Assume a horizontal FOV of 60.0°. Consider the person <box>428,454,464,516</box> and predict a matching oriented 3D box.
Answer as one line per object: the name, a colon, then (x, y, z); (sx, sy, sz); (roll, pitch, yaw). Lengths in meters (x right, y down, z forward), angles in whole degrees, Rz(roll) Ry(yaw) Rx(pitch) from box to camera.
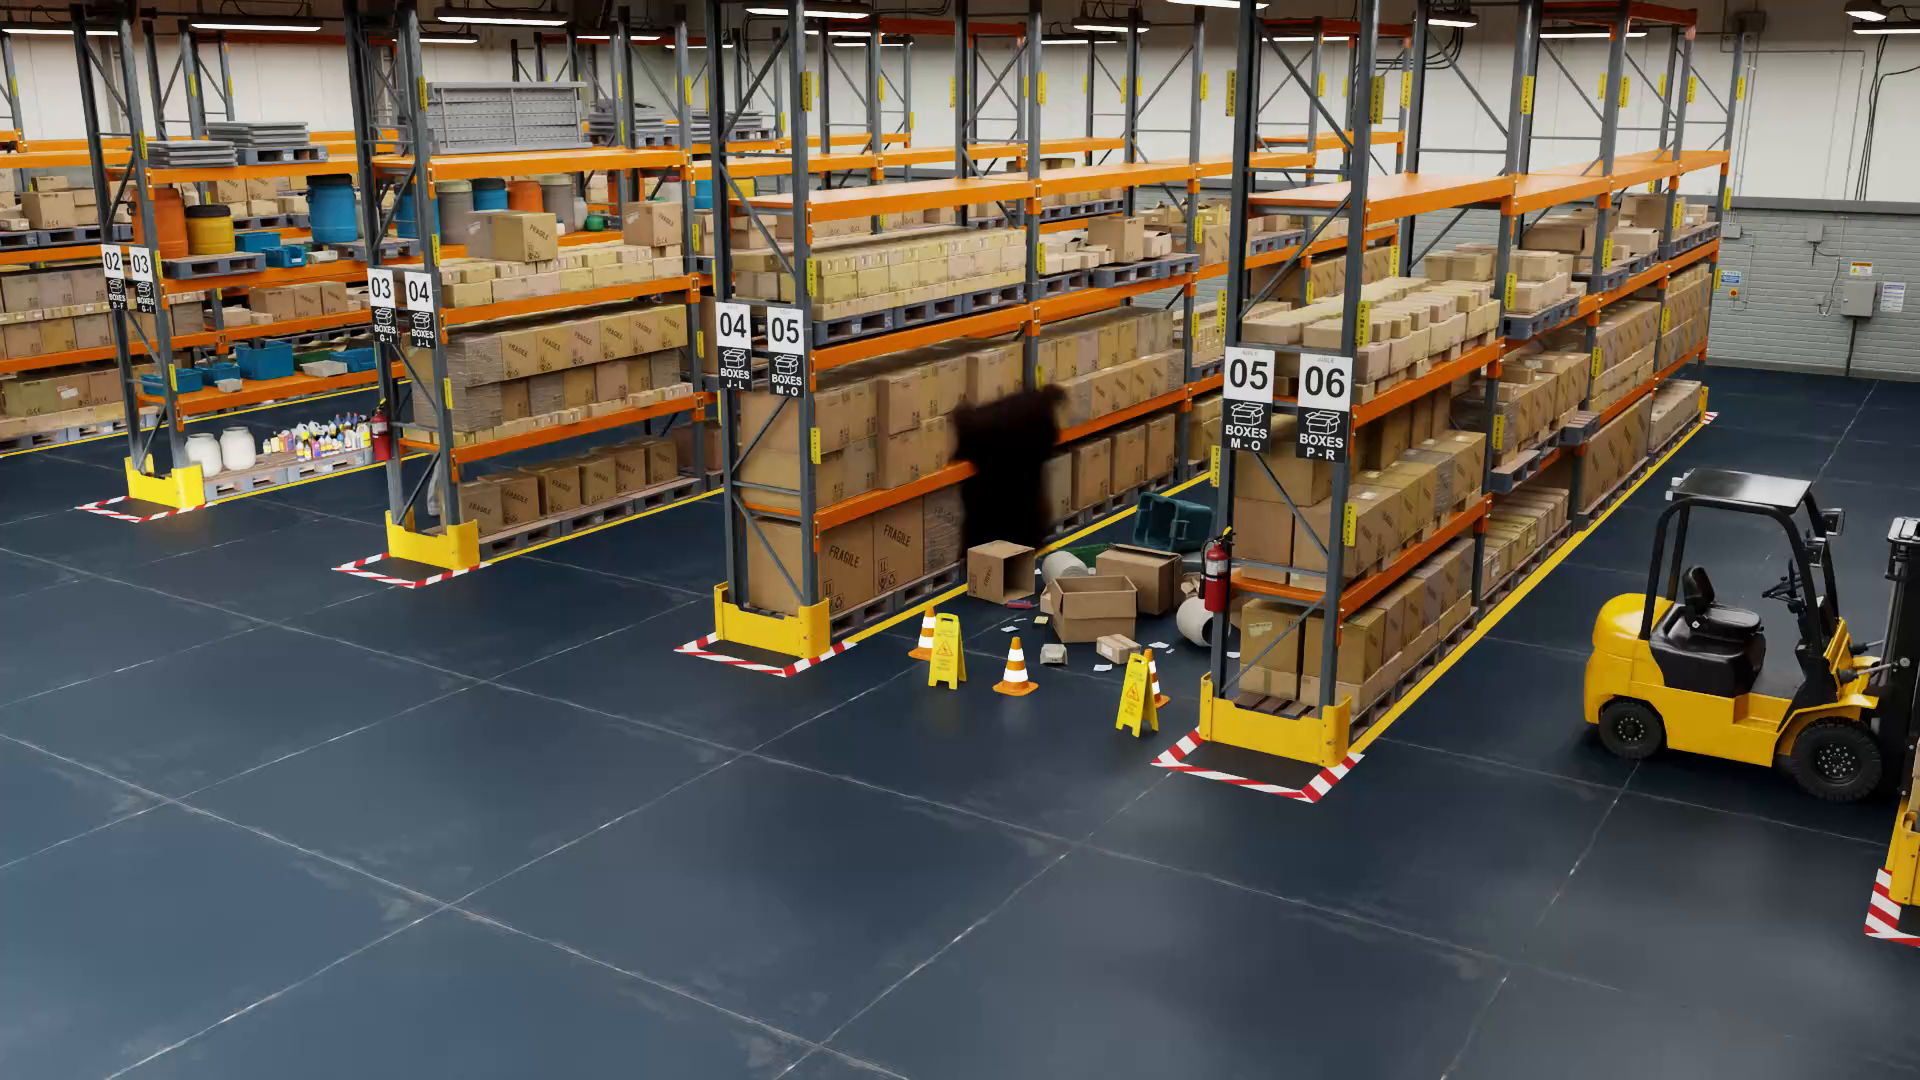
person: (-6.182, -1.185, 20.189); (0.557, 1.790, 0.574); (3, 16, 11)
